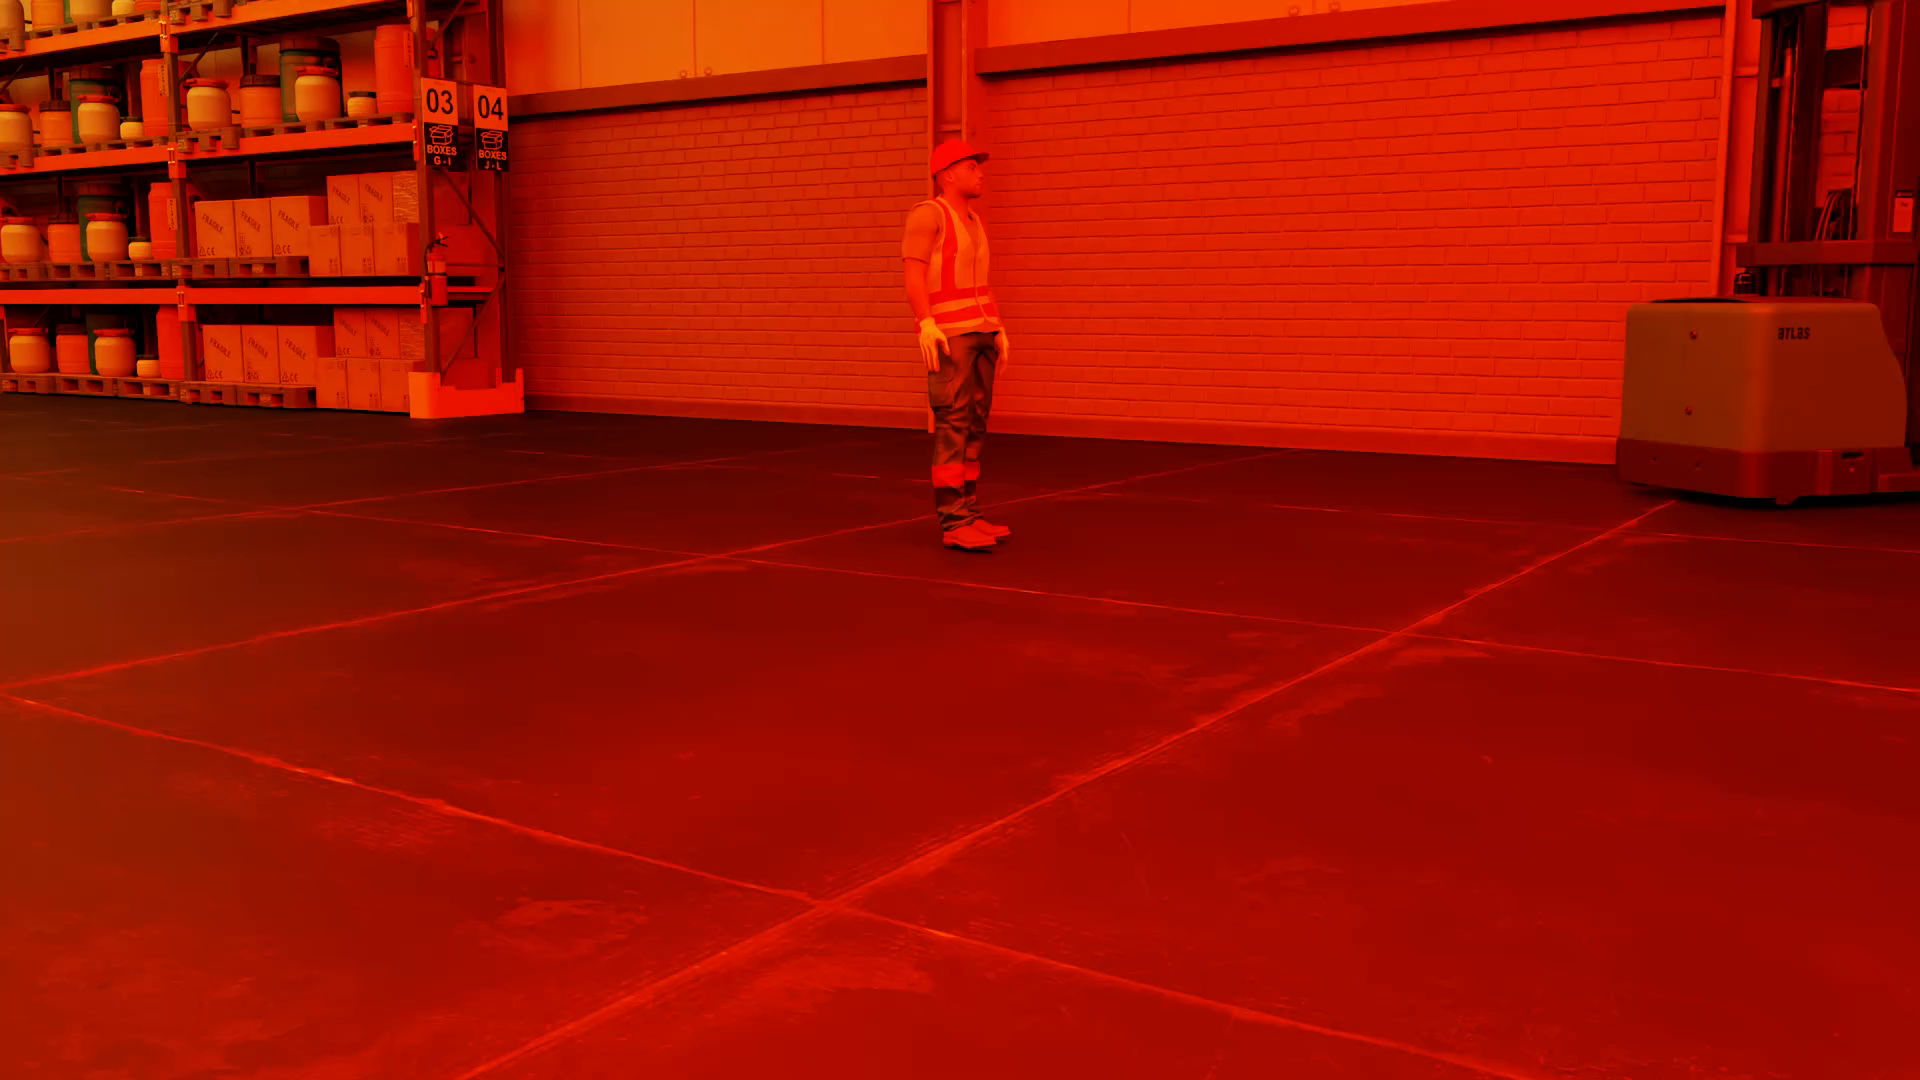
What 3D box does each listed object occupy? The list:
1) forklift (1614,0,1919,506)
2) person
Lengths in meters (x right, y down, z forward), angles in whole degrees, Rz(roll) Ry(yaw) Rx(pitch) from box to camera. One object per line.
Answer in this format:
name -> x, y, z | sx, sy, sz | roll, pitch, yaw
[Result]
forklift -> 5.312, -1.734, 9.388 | 3.031, 2.935, 1.130 | -3, 9, -20
person -> 0.060, -0.885, 7.422 | 0.562, 1.790, 0.637 | 5, 10, 34
